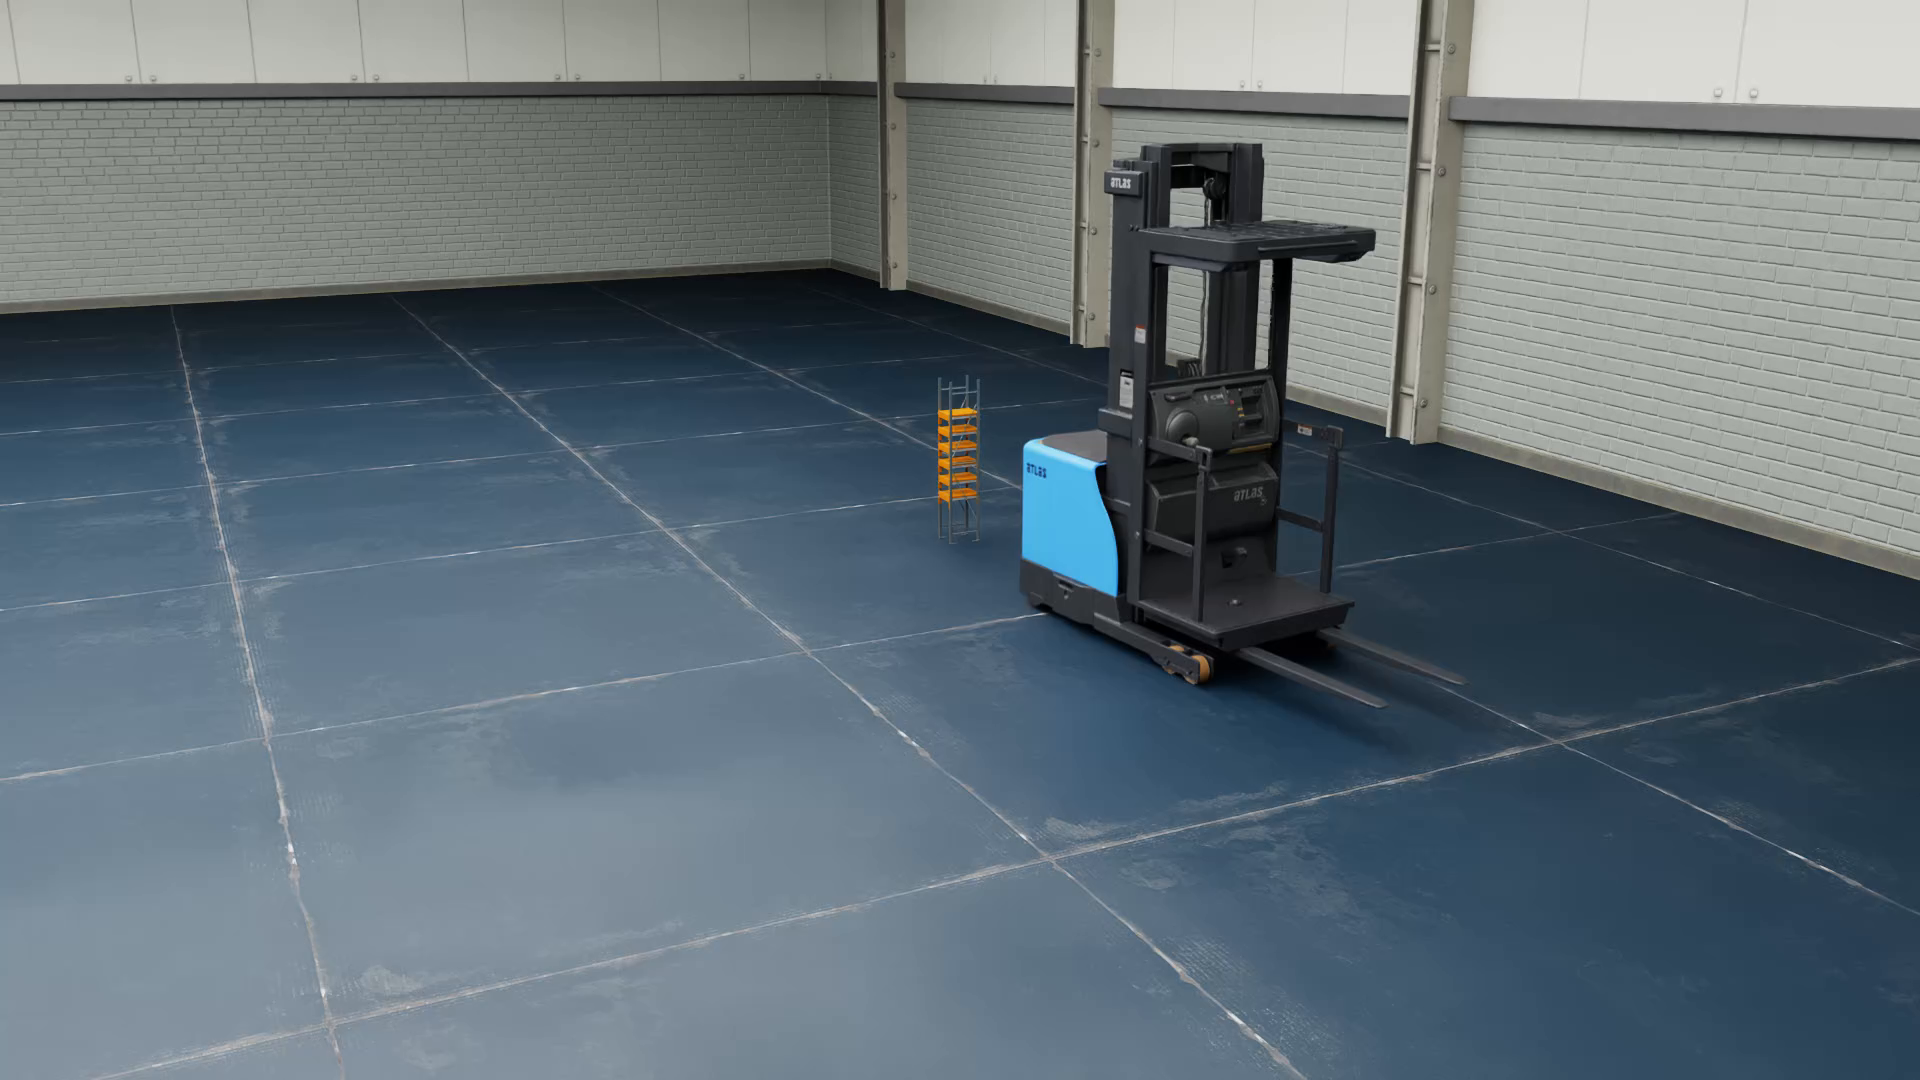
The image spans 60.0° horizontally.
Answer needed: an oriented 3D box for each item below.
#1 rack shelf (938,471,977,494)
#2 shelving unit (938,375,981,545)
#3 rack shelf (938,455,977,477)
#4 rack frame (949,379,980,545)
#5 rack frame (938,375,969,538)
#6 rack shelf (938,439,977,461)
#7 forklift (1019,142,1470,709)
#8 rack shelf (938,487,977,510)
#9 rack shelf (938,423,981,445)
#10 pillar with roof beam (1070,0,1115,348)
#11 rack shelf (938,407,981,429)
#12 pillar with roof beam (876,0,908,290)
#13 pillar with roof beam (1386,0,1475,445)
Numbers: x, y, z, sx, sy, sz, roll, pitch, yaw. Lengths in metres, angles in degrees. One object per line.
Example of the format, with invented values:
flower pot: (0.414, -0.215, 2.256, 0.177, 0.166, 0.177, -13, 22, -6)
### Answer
rack shelf: (-0.006, -0.422, 12.143, 0.258, 0.103, 0.180, -8, 18, -25)
shelving unit: (-0.006, -0.580, 12.098, 0.258, 1.200, 0.189, -8, 18, -25)
rack shelf: (-0.006, -0.538, 12.110, 0.258, 0.103, 0.180, -8, 18, -25)
rack frame: (0.034, -0.558, 12.019, 0.240, 1.200, 0.006, -8, 18, -25)
rack frame: (-0.046, -0.603, 12.177, 0.240, 1.200, 0.006, -8, 18, -25)
rack shelf: (-0.006, -0.653, 12.077, 0.258, 0.103, 0.180, -8, 18, -25)
forklift: (1.605, -0.741, 9.519, 1.130, 2.935, 3.031, -10, 19, -31)
rack shelf: (-0.006, -0.307, 12.176, 0.258, 0.103, 0.180, -8, 18, -25)
rack shelf: (-0.006, -0.768, 12.044, 0.258, 0.103, 0.180, -8, 18, -25)
pillar with roof beam: (-2.270, -6.239, 17.676, 9.100, 9.000, 0.400, -8, 18, -25)
rack shelf: (-0.006, -0.884, 12.011, 0.258, 0.103, 0.180, -8, 18, -25)
pillar with roof beam: (-4.899, -7.726, 22.861, 9.100, 9.000, 0.400, -8, 18, -25)
pillar with roof beam: (0.358, -4.751, 12.492, 9.100, 9.000, 0.400, -8, 18, -25)
